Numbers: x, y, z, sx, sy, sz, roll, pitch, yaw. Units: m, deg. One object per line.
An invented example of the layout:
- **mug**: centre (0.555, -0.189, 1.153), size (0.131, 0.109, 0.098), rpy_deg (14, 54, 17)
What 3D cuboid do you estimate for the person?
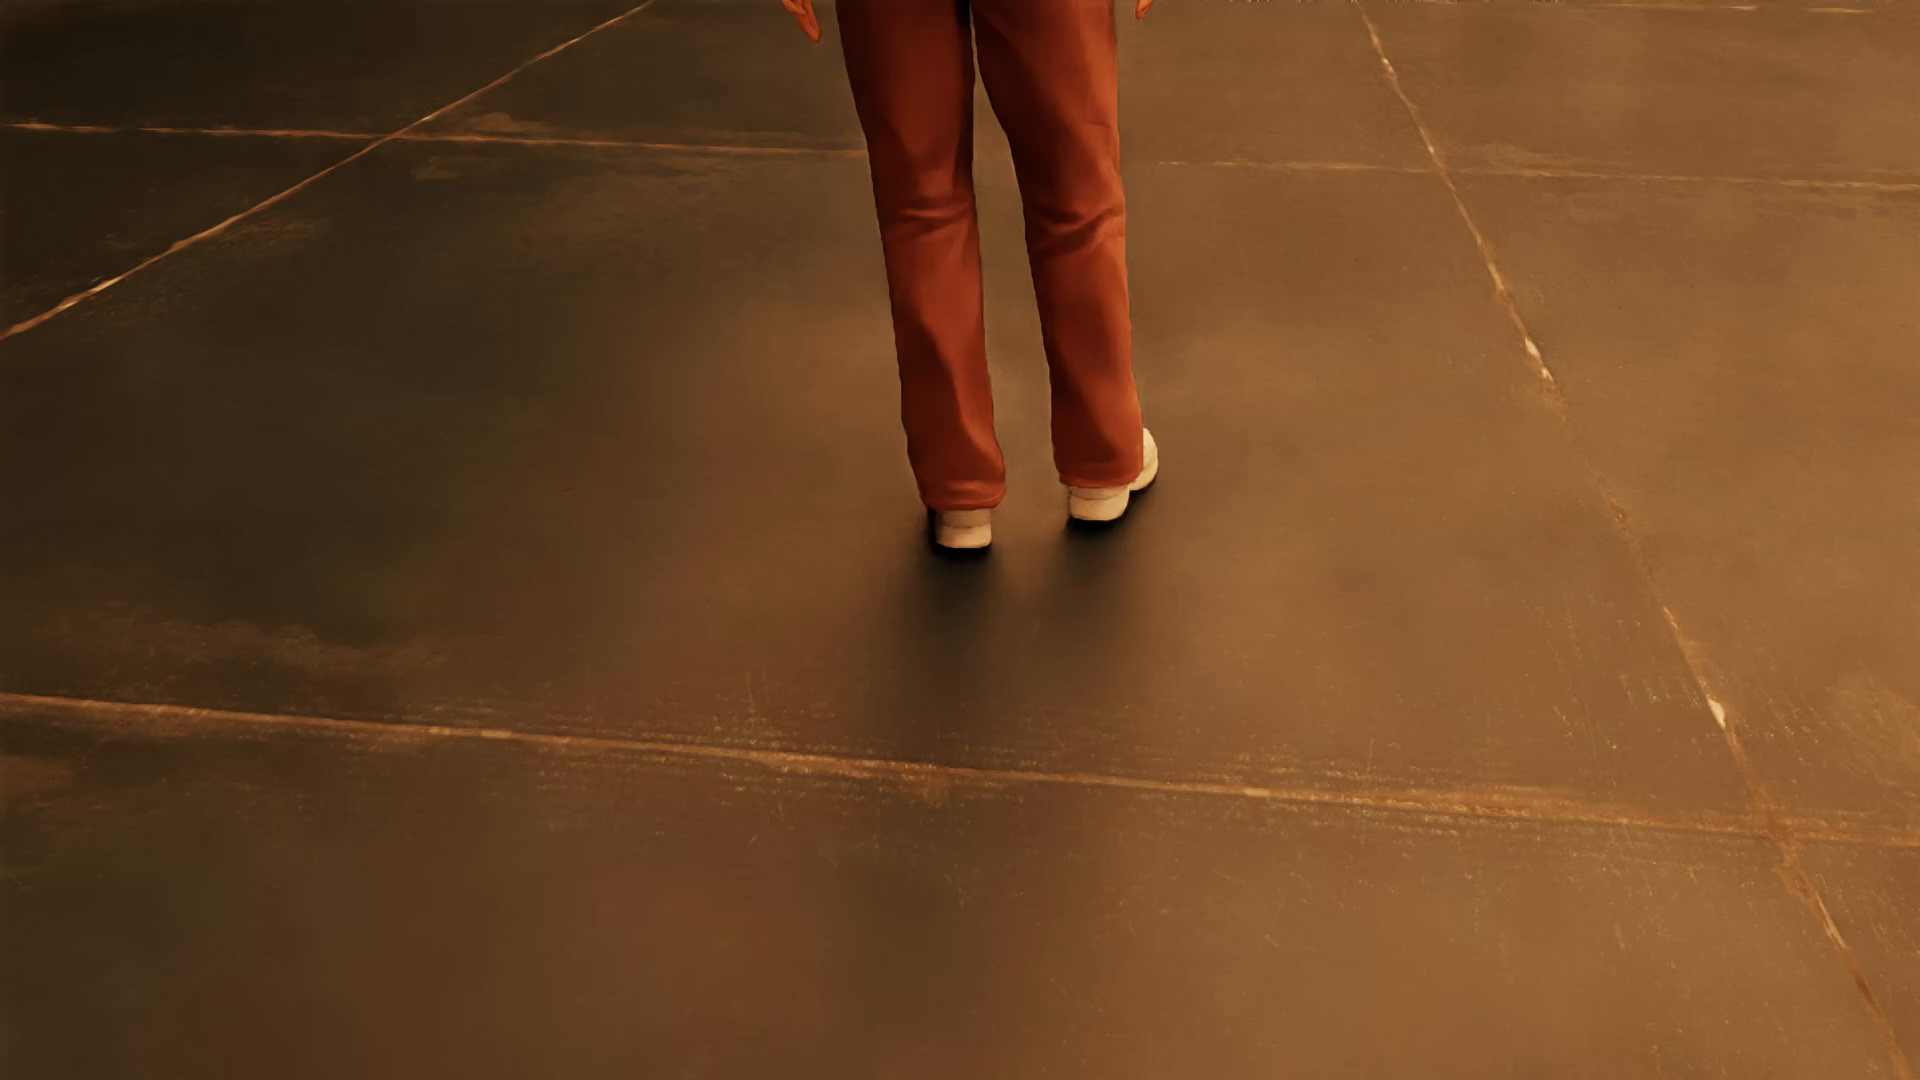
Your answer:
- **person**: centre (0.021, -0.788, 2.187), size (0.554, 1.674, 0.548), rpy_deg (3, 27, 7)
